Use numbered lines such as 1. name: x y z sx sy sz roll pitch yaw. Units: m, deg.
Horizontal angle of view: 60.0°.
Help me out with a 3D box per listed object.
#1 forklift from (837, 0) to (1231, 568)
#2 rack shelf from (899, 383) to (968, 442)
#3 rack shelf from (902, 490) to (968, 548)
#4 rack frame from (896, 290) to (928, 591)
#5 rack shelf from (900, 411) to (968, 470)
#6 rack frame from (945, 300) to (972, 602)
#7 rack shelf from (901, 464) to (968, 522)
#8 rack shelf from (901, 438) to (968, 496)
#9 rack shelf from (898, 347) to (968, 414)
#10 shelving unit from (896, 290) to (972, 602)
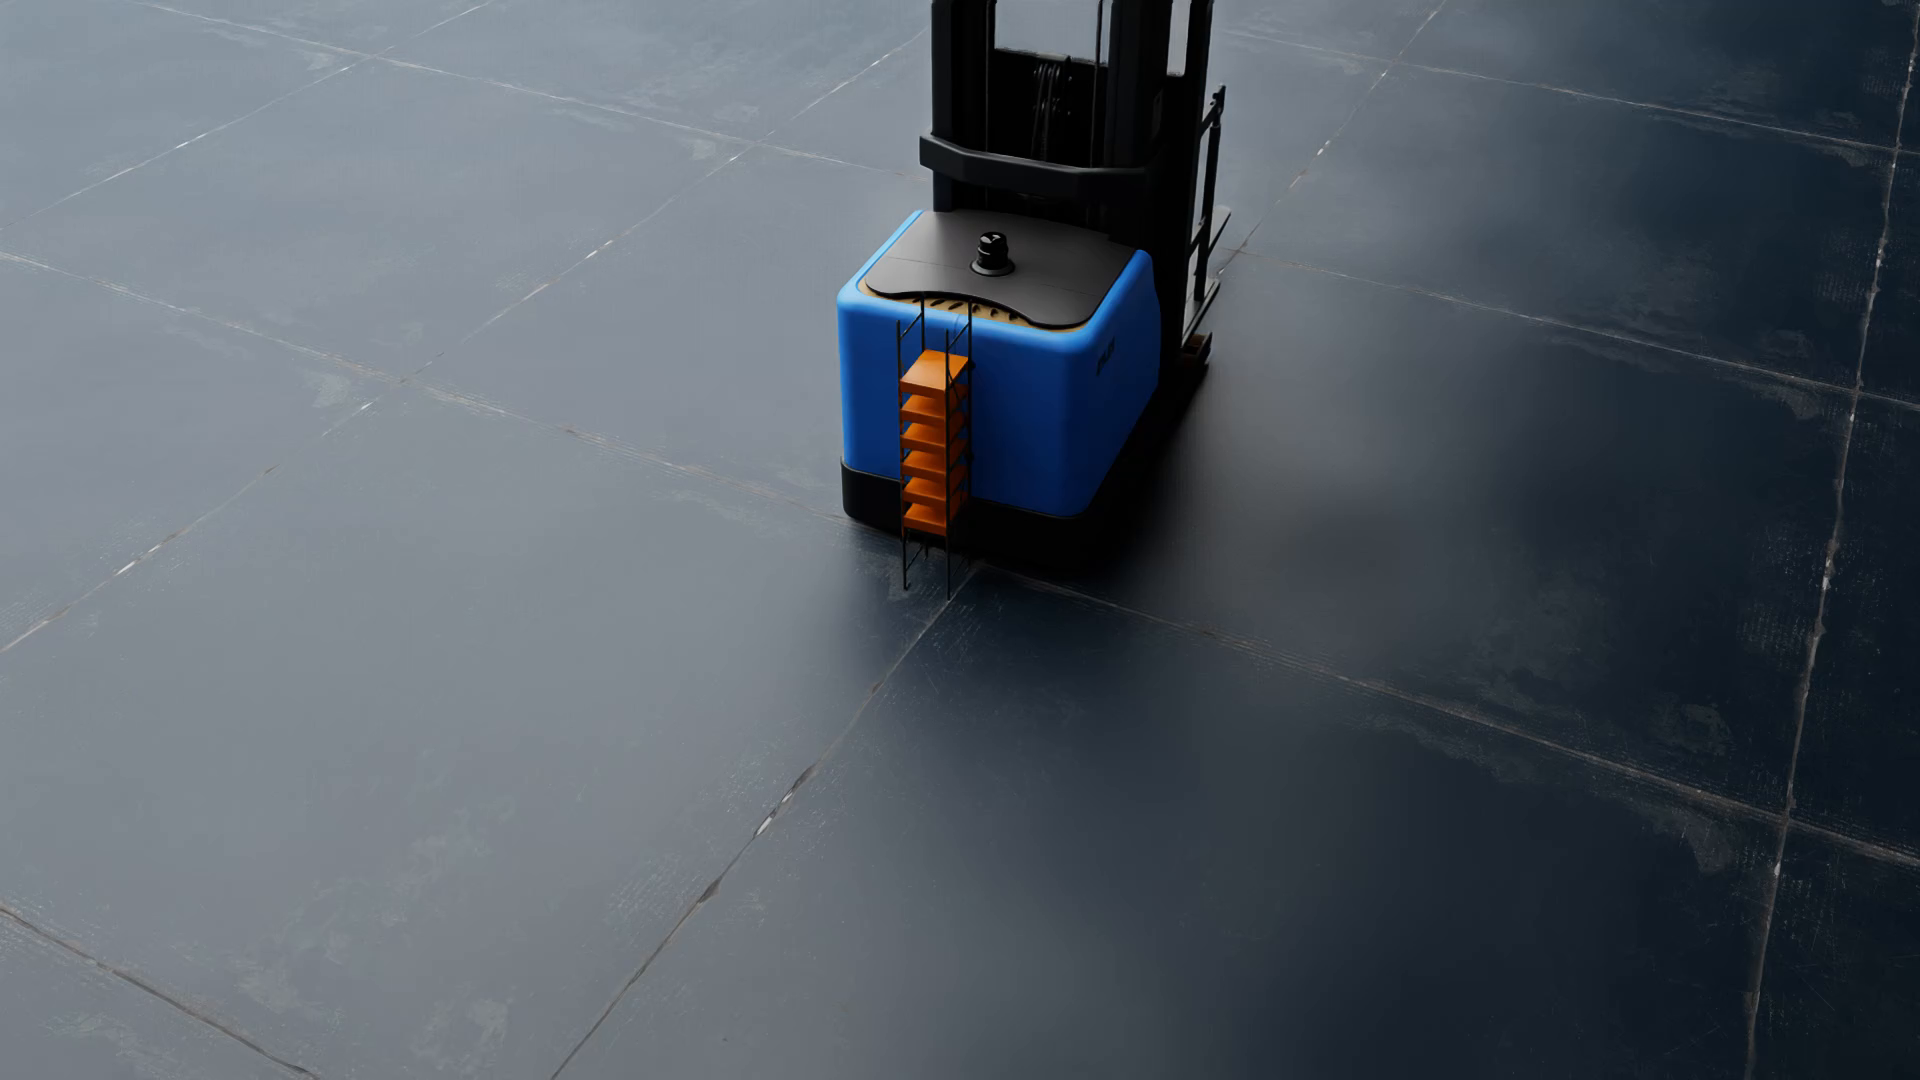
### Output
1. forklift: 0.537 -1.947 6.891 1.130 2.935 3.031 13 39 17
2. rack shelf: -0.089 -0.482 6.069 0.180 0.103 0.258 13 39 17
3. rack shelf: -0.089 -0.100 6.360 0.180 0.103 0.258 13 39 17
4. rack frame: -0.174 -0.347 6.214 0.006 1.200 0.240 13 39 17
5. rack shelf: -0.089 -0.387 6.142 0.180 0.103 0.258 13 39 17
6. rack frame: -0.004 -0.306 6.161 0.006 1.200 0.240 13 39 17
7. rack shelf: -0.089 -0.195 6.287 0.180 0.103 0.258 13 39 17
8. rack shelf: -0.089 -0.291 6.214 0.180 0.103 0.258 13 39 17
9. rack shelf: -0.089 -0.578 5.997 0.180 0.103 0.258 13 39 17
10. shelving unit: -0.089 -0.326 6.188 0.189 1.200 0.258 13 39 17
